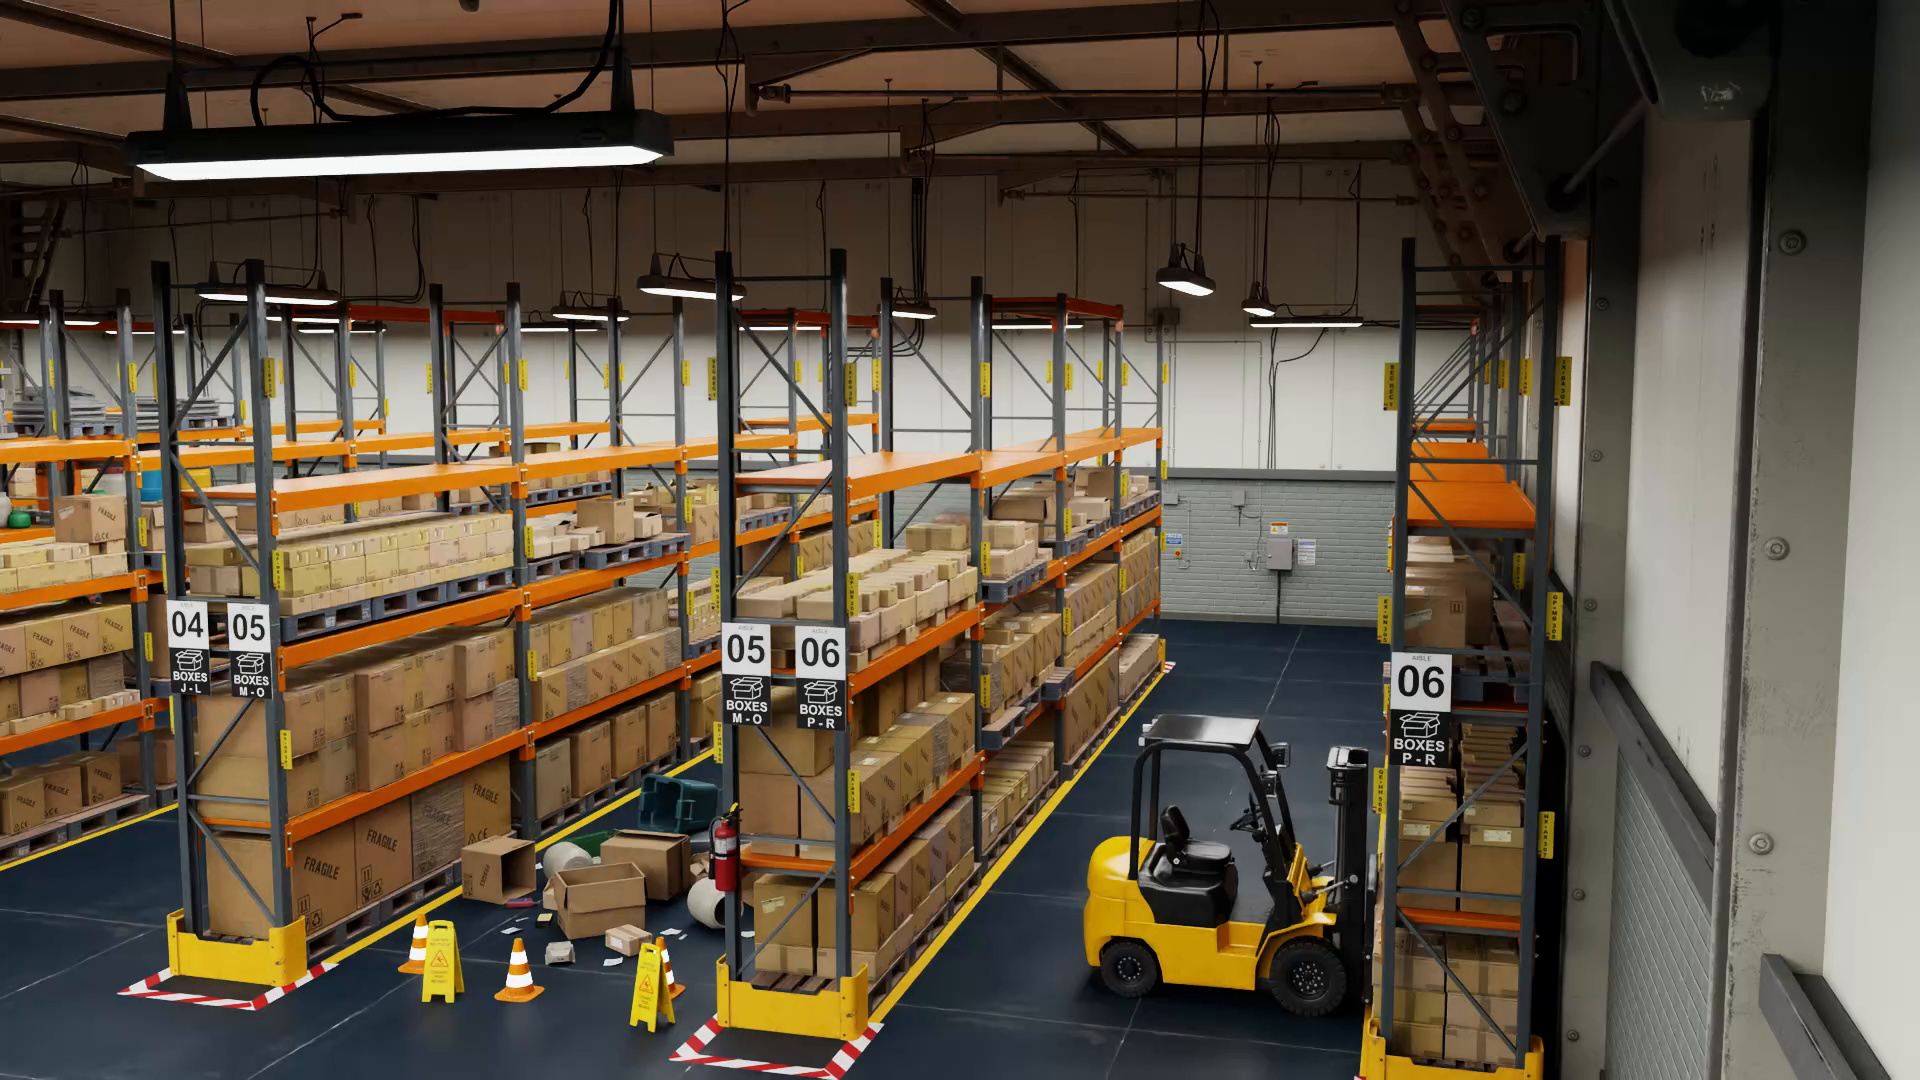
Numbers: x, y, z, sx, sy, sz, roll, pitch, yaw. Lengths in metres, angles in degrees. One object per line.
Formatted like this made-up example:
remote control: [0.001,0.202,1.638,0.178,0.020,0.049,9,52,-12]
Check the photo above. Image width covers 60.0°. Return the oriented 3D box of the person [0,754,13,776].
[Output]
person: [-11.332,2.290,19.507,0.439,1.610,0.981,1,6,7]

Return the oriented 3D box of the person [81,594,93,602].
person: [-15.710,1.205,29.798,0.482,1.601,0.857,1,6,13]
